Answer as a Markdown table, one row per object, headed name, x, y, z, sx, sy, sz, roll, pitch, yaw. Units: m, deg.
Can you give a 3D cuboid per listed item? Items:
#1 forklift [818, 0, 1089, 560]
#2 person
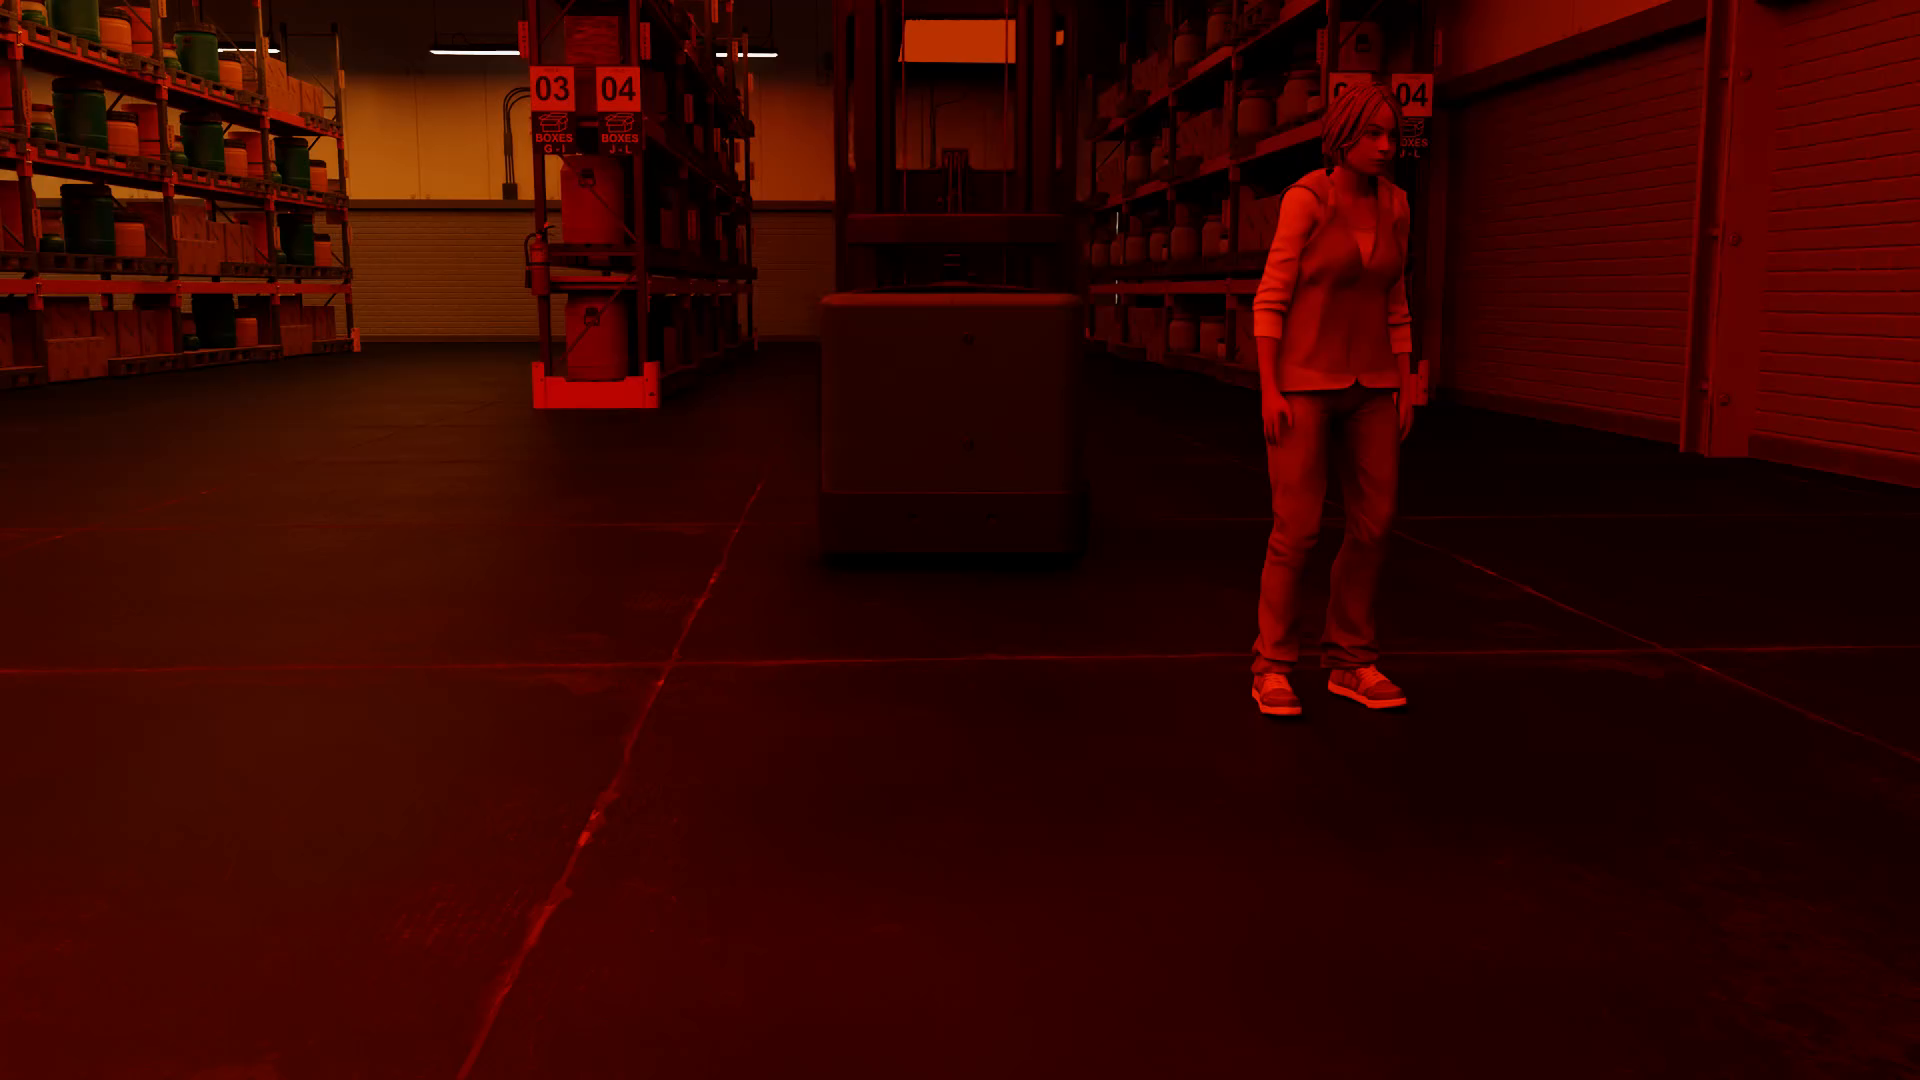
| name | x | y | z | sx | sy | sz | roll | pitch | yaw |
| --- | --- | --- | --- | --- | --- | --- | --- | --- | --- |
| forklift | -0.018 | -1.549 | 7.766 | 1.130 | 2.935 | 3.031 | 0 | 8 | 0 |
| person | 0.971 | -0.355 | 4.292 | 0.464 | 1.590 | 0.347 | -3 | 9 | -18 |
